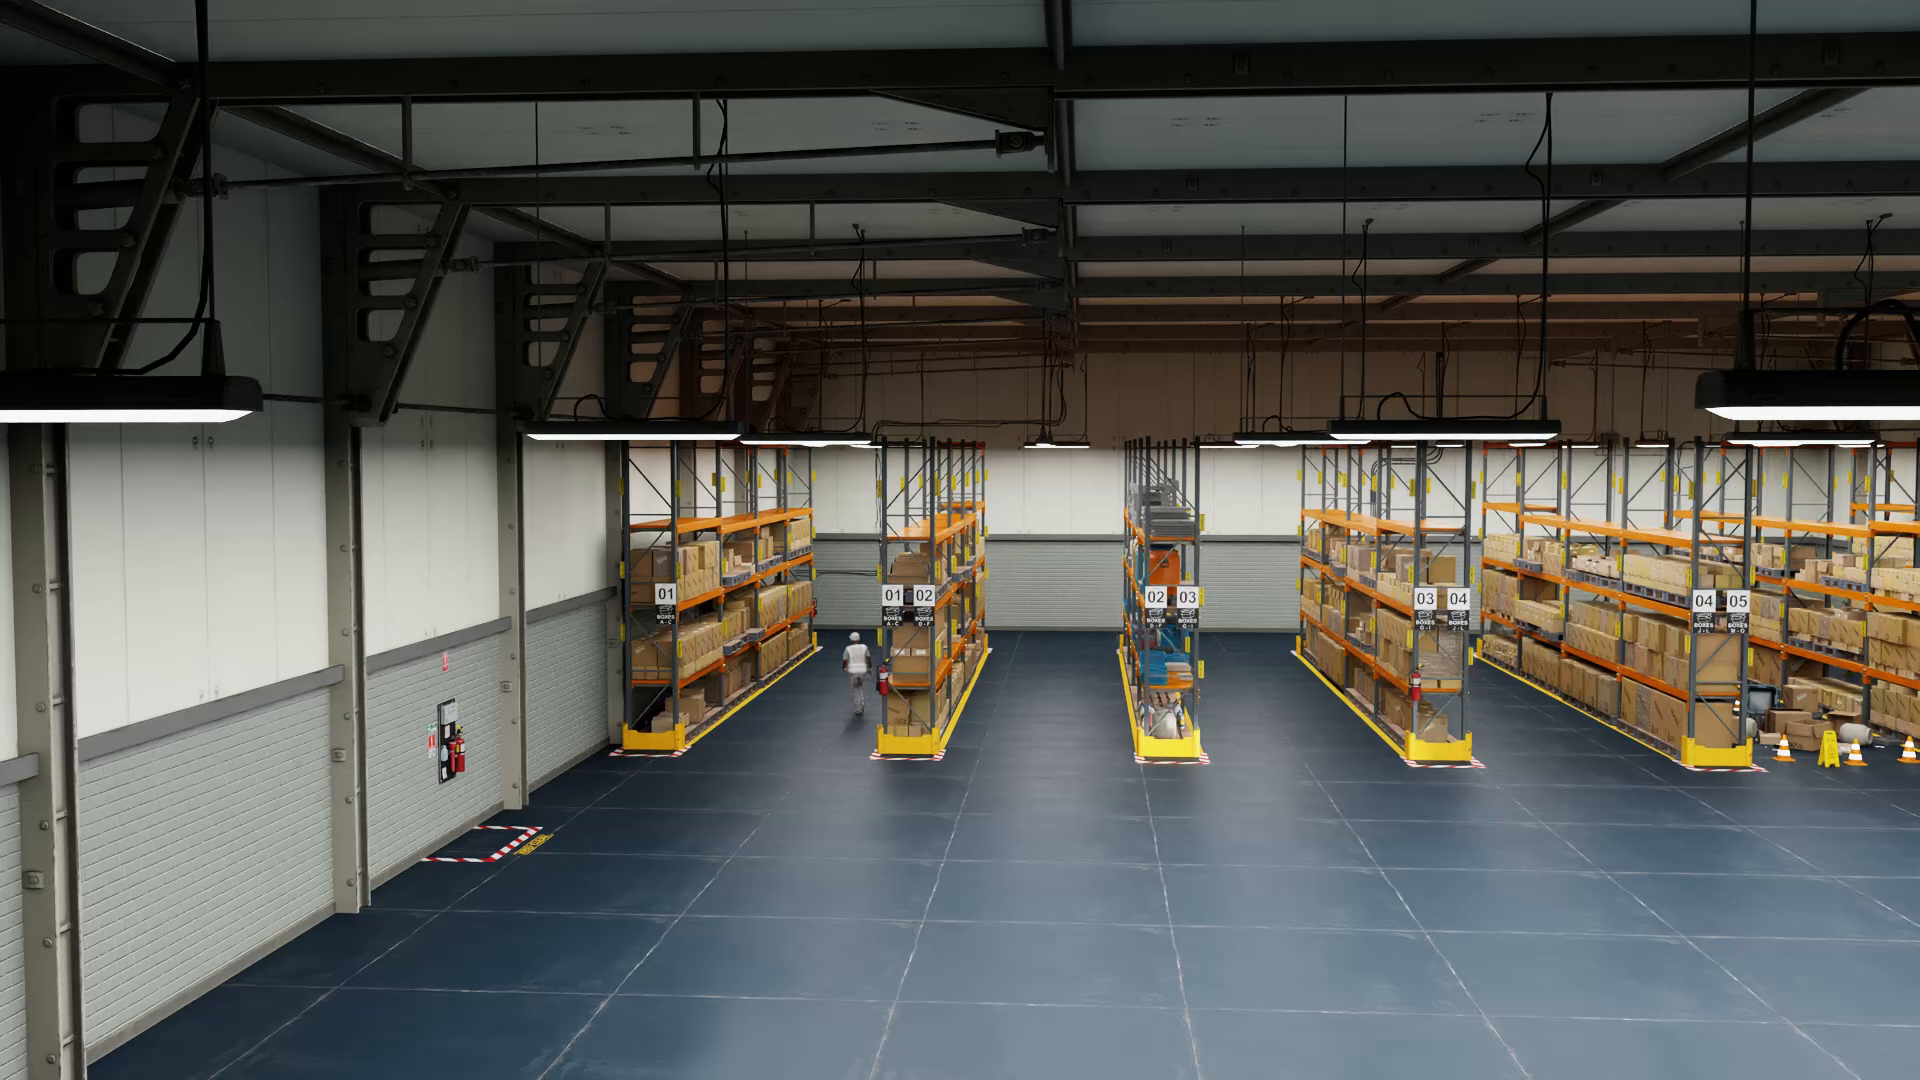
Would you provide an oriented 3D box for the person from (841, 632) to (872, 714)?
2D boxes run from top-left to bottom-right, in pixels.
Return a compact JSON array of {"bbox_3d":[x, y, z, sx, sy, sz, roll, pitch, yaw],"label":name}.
[{"bbox_3d":[-2.296,2.929,36.442,0.649,1.826,0.609,-2,4,-33],"label":"person"}]

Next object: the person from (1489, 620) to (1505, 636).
[{"bbox_3d":[15.606,2.320,48.272,0.520,1.612,0.471,-2,4,-30],"label":"person"}]

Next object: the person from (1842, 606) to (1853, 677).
[{"bbox_3d":[22.415,2.572,42.059,0.606,1.820,0.511,-1,3,-17],"label":"person"}]

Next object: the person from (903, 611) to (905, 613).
[{"bbox_3d":[-1.526,2.449,45.618,0.551,1.675,0.565,-1,3,-10],"label":"person"}]
